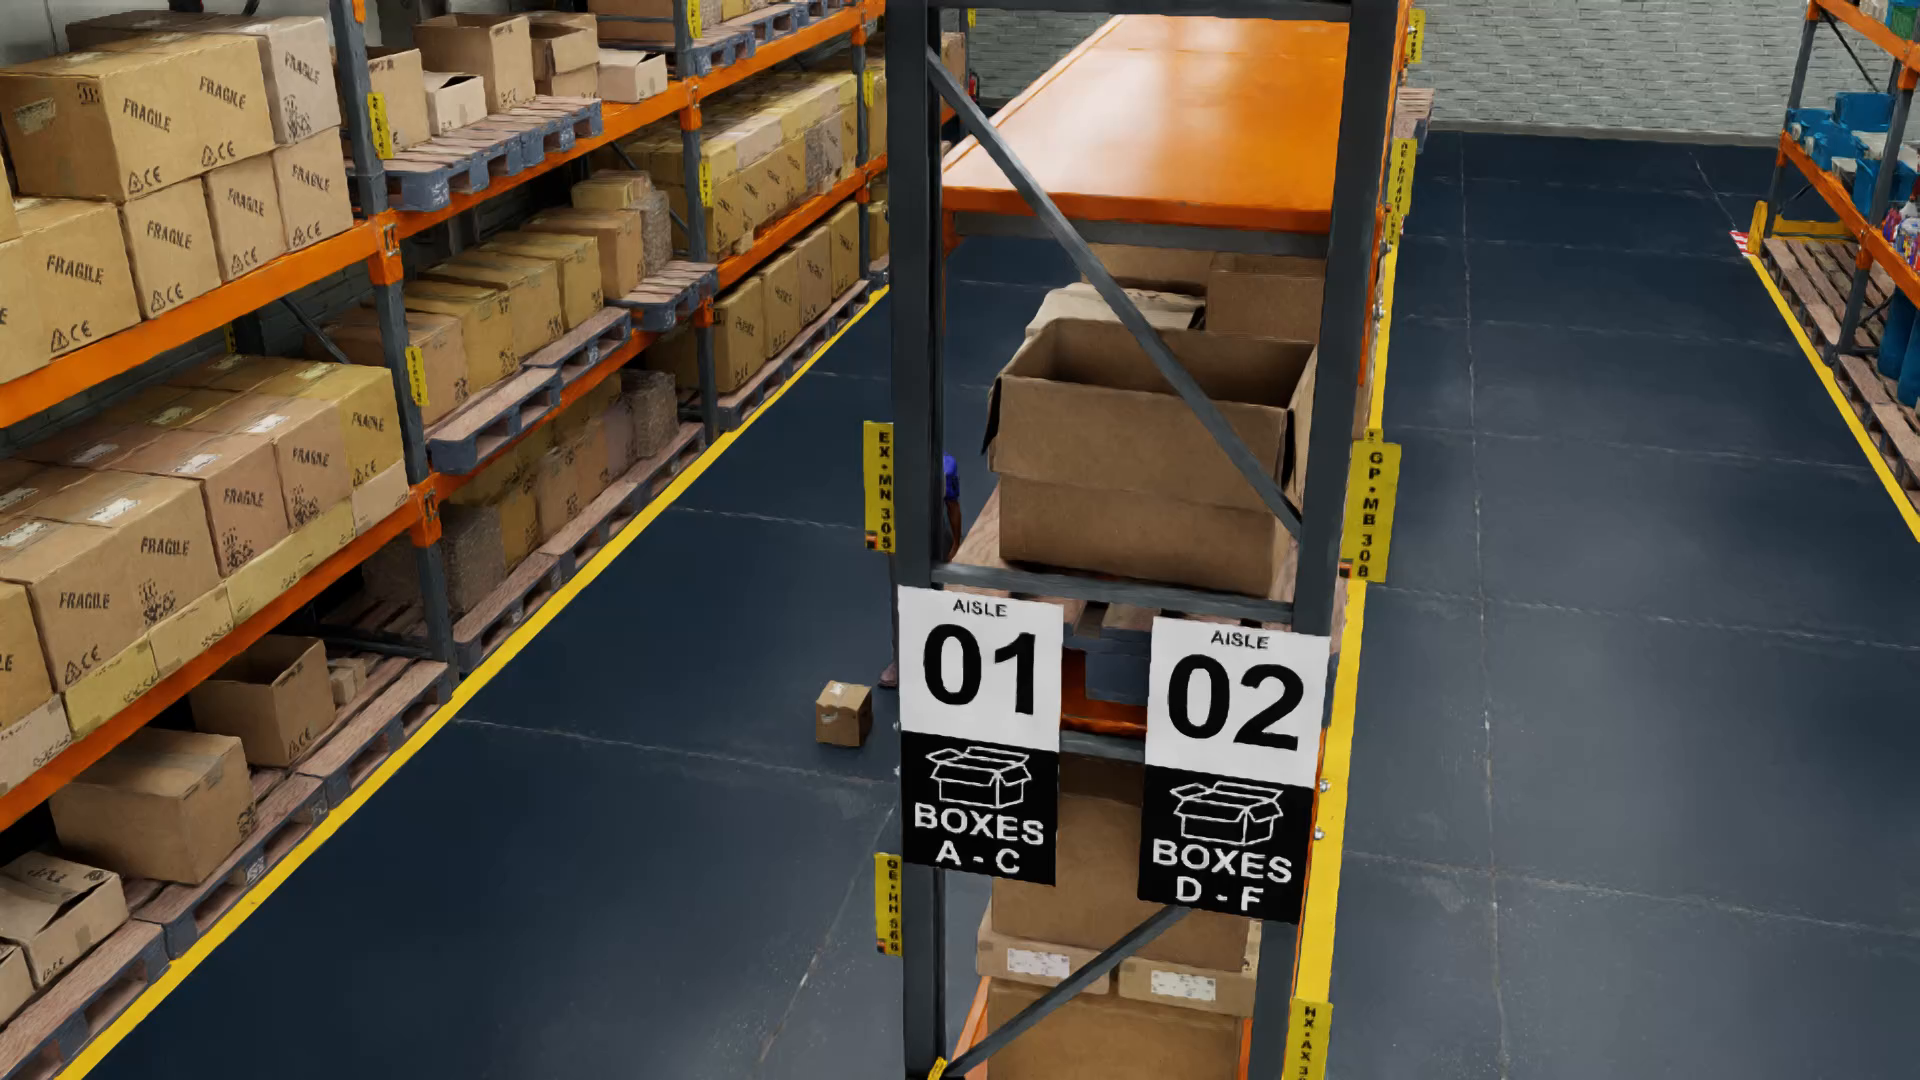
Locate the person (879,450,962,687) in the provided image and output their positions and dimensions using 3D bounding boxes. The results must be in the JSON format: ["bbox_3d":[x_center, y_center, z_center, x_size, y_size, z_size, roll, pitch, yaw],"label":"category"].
[{"bbox_3d":[-0.219,0.011,9.568,0.469,1.656,0.654,14,29,28],"label":"person"}]
